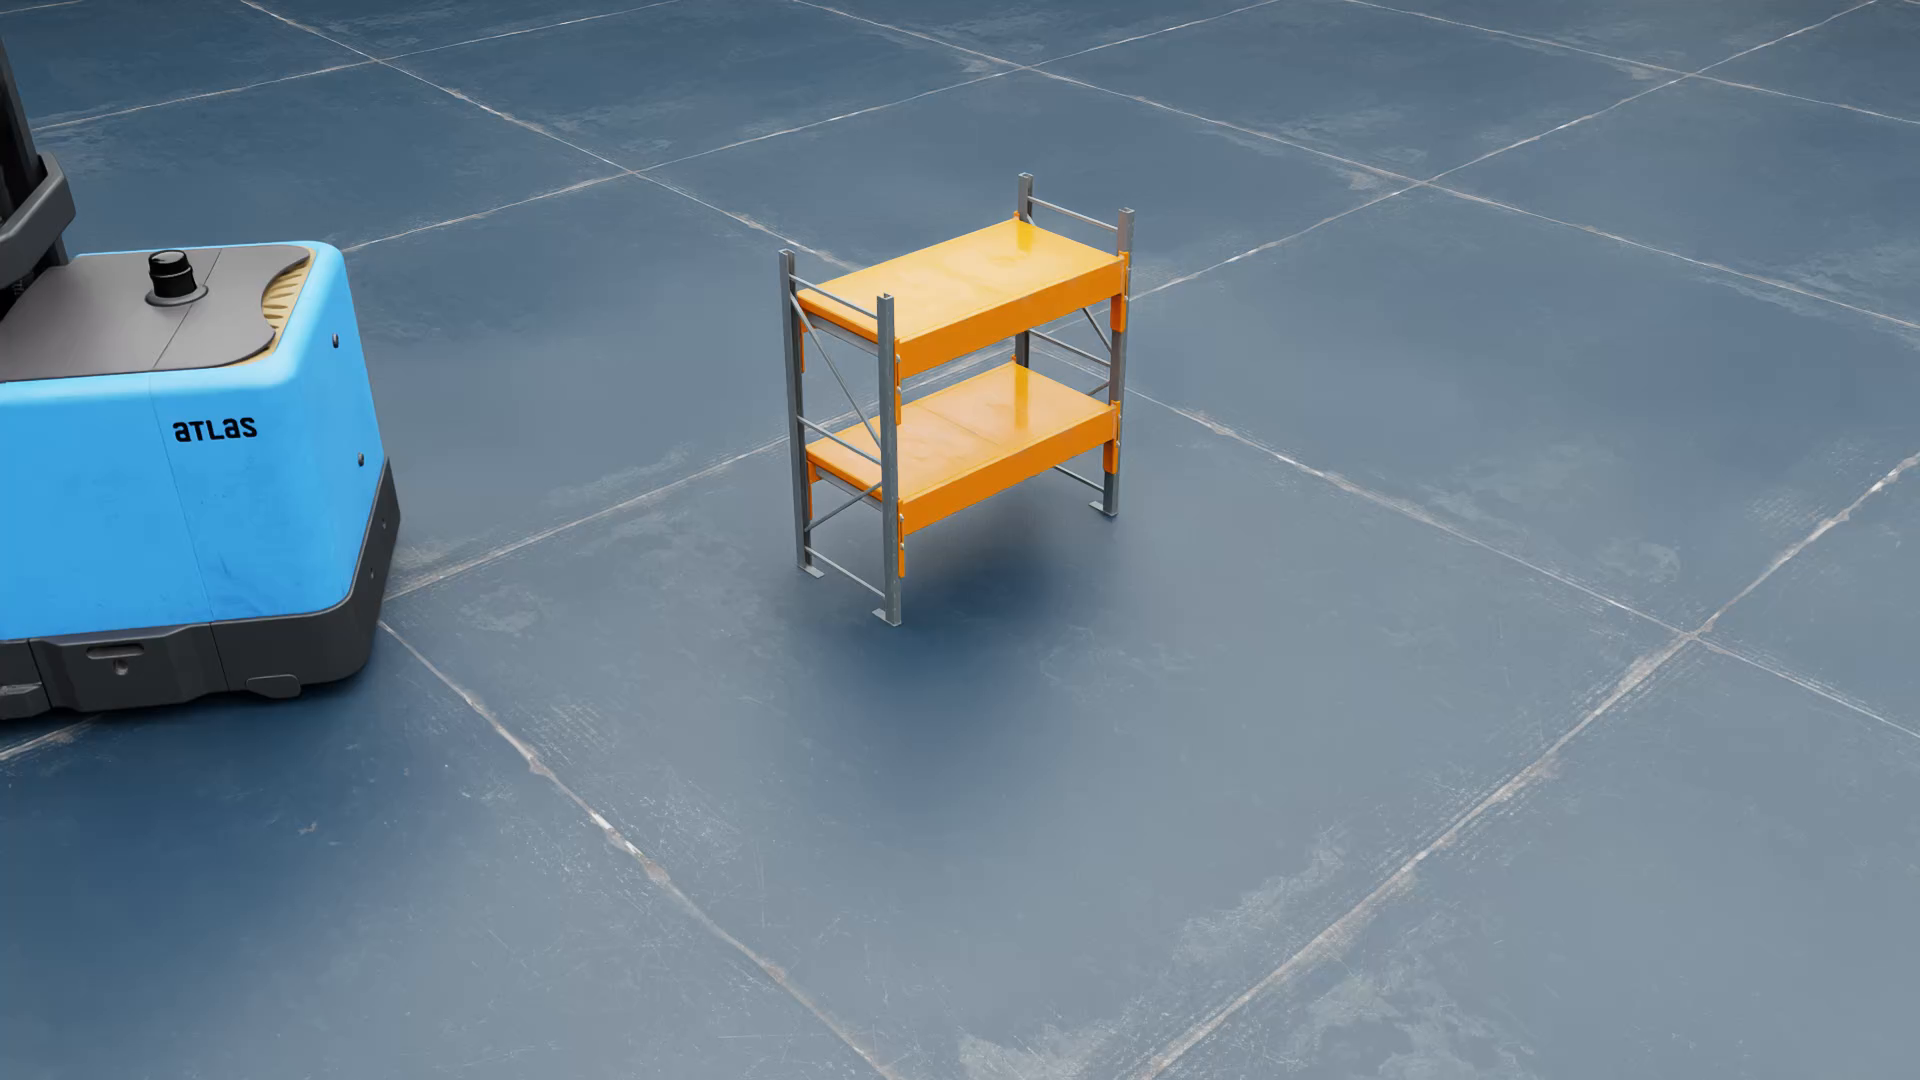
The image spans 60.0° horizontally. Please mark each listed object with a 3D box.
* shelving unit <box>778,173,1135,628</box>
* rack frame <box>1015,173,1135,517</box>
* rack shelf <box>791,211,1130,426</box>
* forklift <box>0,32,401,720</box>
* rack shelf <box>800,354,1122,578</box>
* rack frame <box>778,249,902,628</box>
[{"bbox_3d":[0.005,-0.482,5.460,1.048,1.125,0.538,-26,40,-35],"label":"shelving unit"},{"bbox_3d":[0.378,-0.663,5.755,0.032,1.125,0.500,-26,40,-35],"label":"rack frame"},{"bbox_3d":[0.005,-0.732,5.308,1.000,0.278,0.538,-26,40,-35],"label":"rack shelf"},{"bbox_3d":[-3.353,-0.916,4.438,3.031,2.935,1.130,-5,32,-8],"label":"forklift"},{"bbox_3d":[0.005,-0.274,5.588,1.000,0.278,0.538,-26,40,-35],"label":"rack shelf"},{"bbox_3d":[-0.368,-0.302,5.166,0.032,1.125,0.500,-26,40,-35],"label":"rack frame"}]
